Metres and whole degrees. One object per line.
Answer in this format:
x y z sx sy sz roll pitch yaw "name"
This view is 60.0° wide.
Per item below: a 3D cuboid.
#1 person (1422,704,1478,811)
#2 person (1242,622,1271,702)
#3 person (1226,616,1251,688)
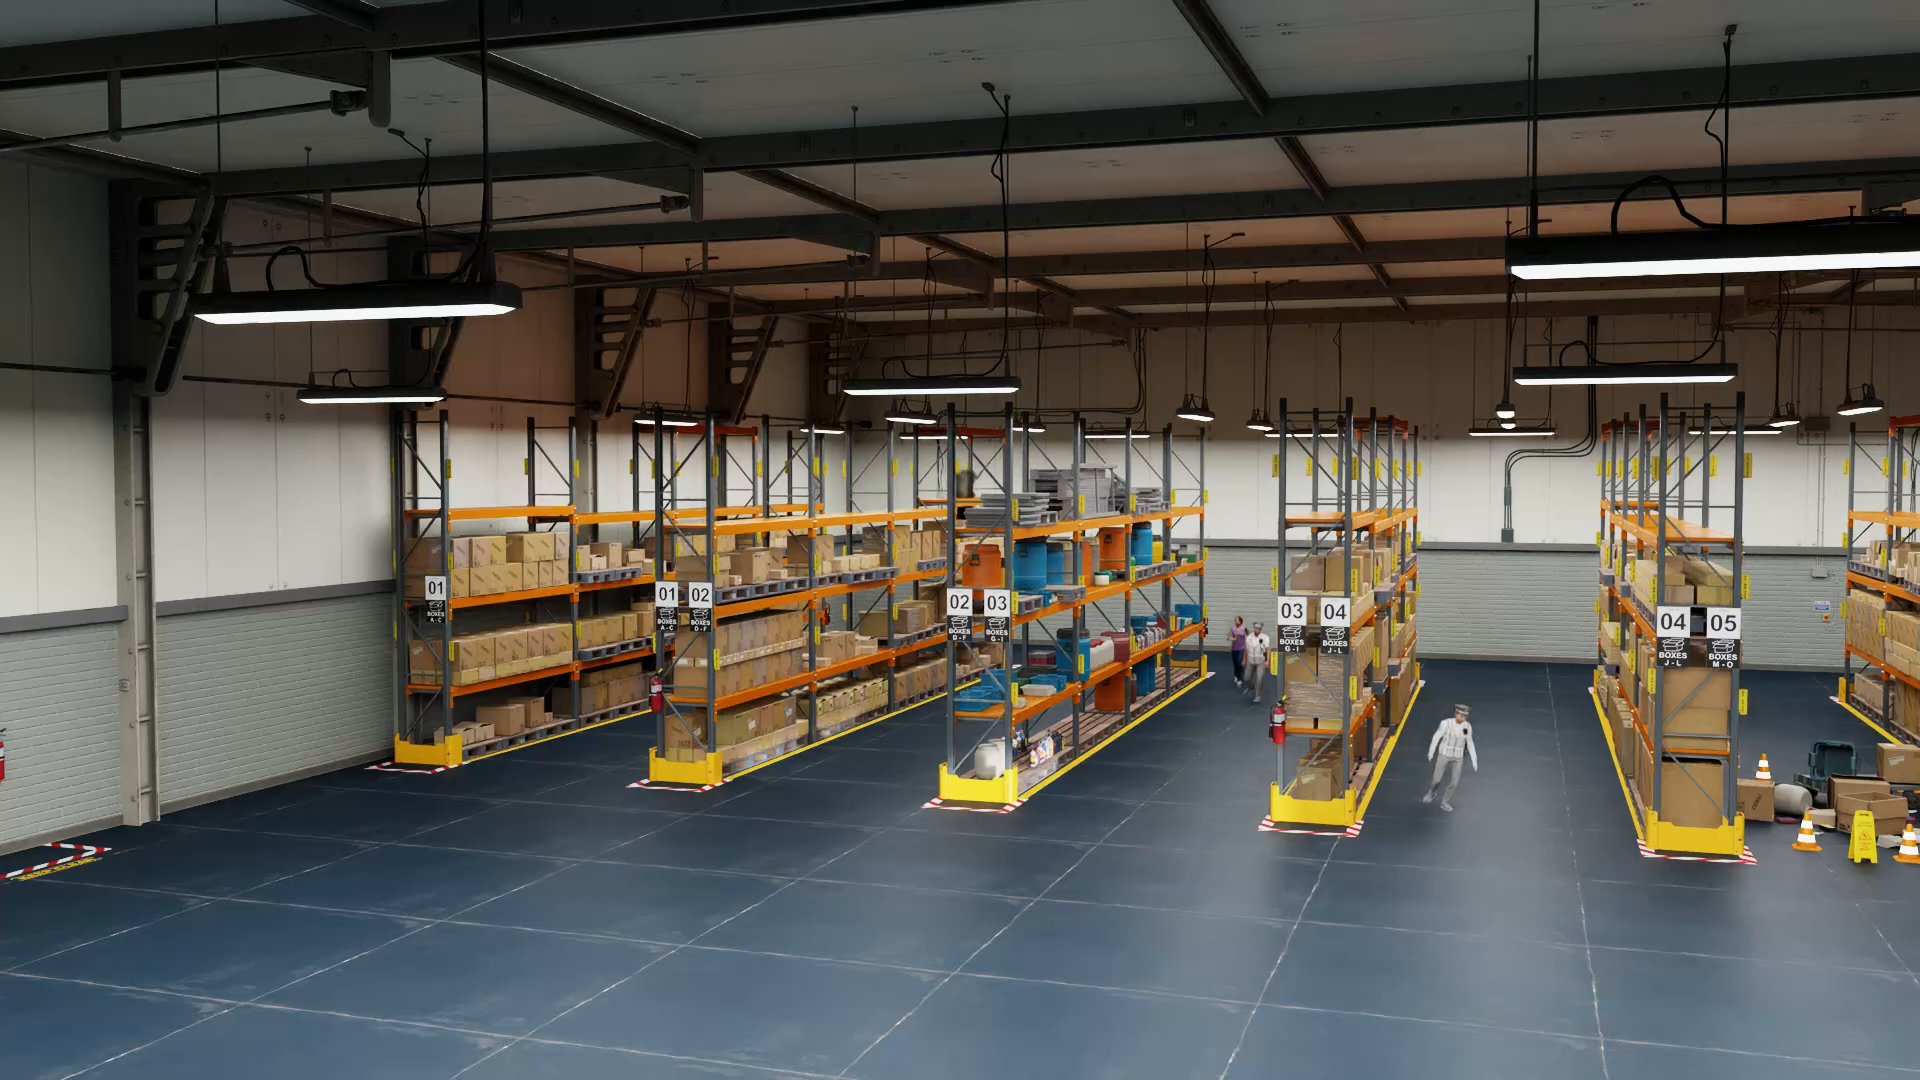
7.147 3.159 24.242 0.720 1.589 0.627 0 2 5 "person"
6.377 2.600 35.734 0.716 1.729 0.680 1 3 27 "person"
6.407 2.552 38.250 0.535 1.610 0.823 1 3 14 "person"
